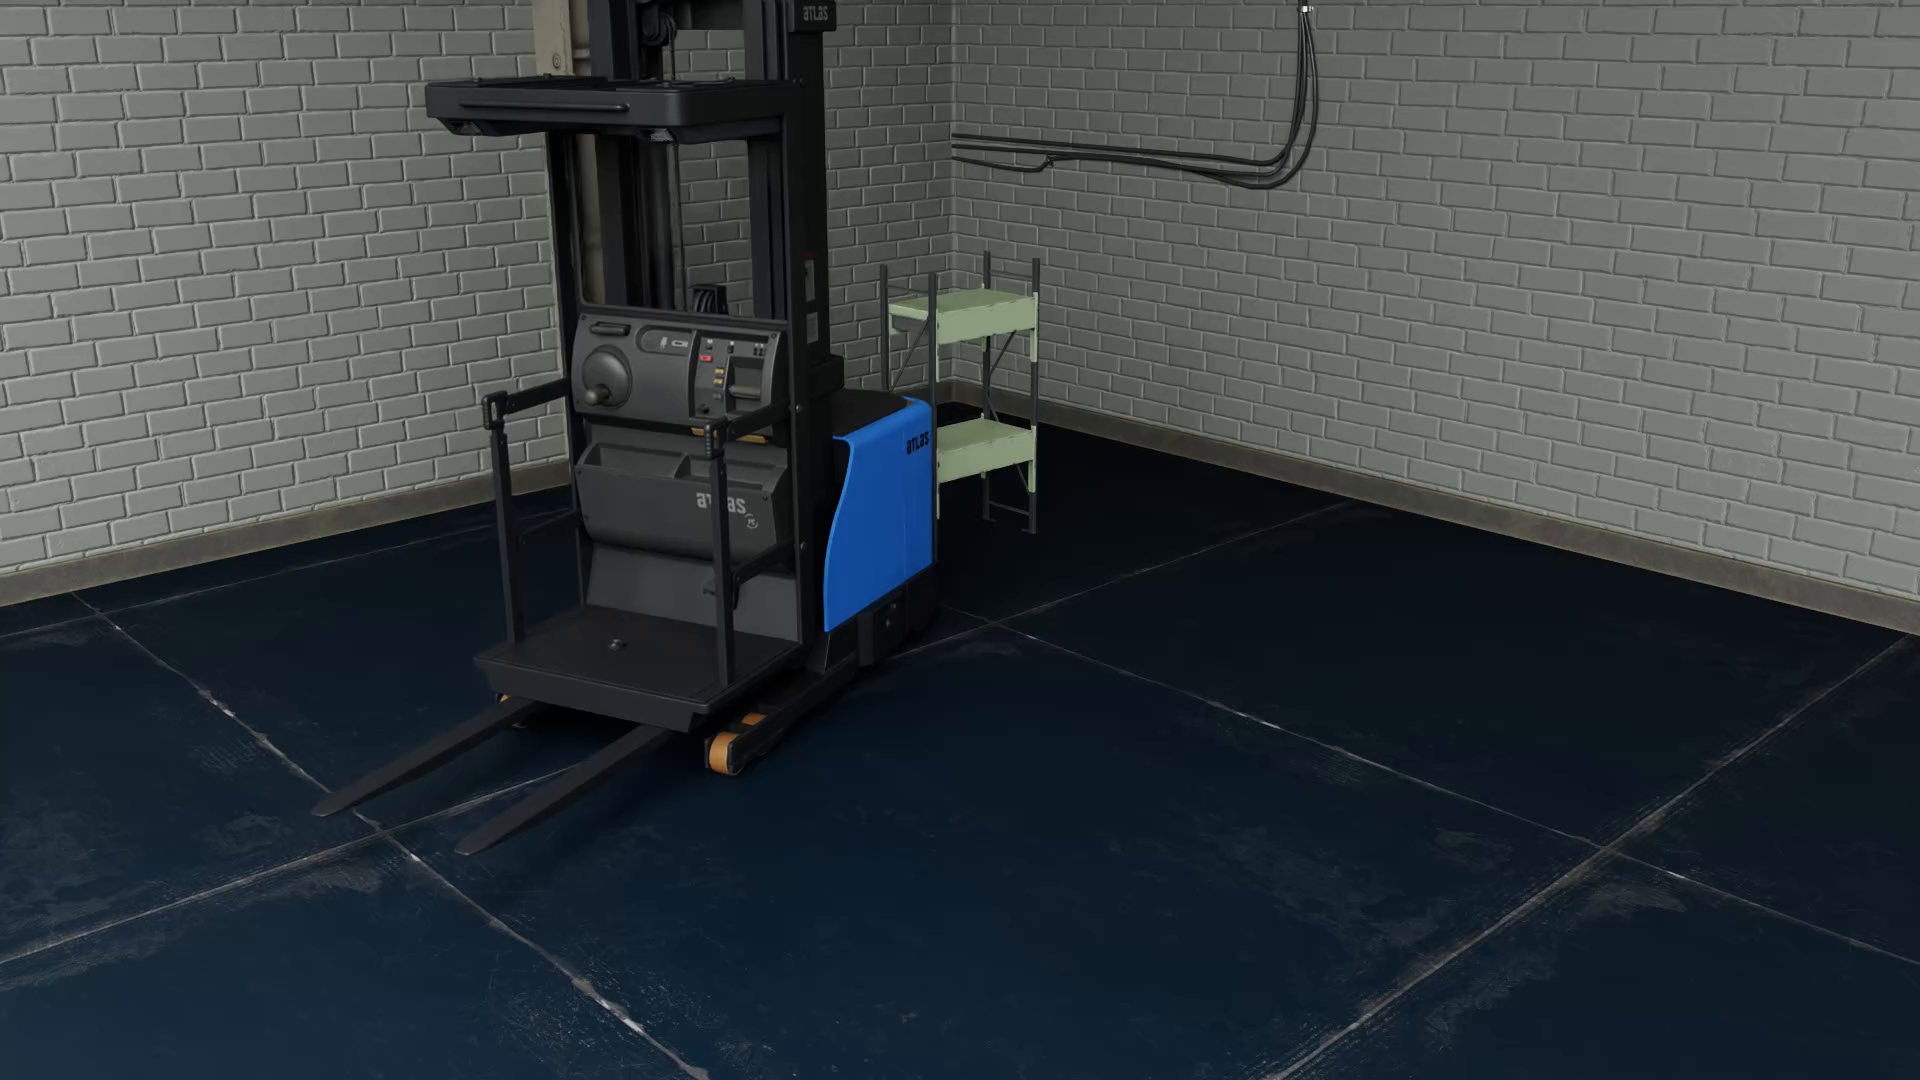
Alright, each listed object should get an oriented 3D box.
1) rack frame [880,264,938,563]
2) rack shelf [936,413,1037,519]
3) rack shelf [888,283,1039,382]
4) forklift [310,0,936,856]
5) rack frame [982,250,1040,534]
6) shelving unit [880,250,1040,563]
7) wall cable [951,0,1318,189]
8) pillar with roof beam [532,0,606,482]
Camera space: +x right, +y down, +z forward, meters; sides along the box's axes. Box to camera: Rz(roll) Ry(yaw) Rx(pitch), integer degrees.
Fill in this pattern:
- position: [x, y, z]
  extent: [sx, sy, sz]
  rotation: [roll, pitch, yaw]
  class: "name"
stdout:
- position: [-0.261, -0.637, 8.519]
  extent: [0.023, 1.500, 0.400]
  rotation: [-16, 24, -41]
  class: "rack frame"
- position: [0.005, -0.405, 8.858]
  extent: [0.720, 0.370, 0.431]
  rotation: [-16, 24, -41]
  class: "rack shelf"
- position: [0.005, -1.086, 8.637]
  extent: [0.720, 0.370, 0.431]
  rotation: [-16, 24, -41]
  class: "rack shelf"
- position: [-1.197, -0.660, 6.269]
  extent: [1.130, 2.935, 3.031]
  rotation: [8, 20, 24]
  class: "forklift"
- position: [0.271, -0.792, 8.997]
  extent: [0.023, 1.500, 0.400]
  rotation: [-16, 24, -41]
  class: "rack frame"
- position: [0.005, -0.715, 8.758]
  extent: [0.755, 1.500, 0.431]
  rotation: [-16, 24, -41]
  class: "shelving unit"
- position: [0.926, -3.486, 10.180]
  extent: [0.112, 2.526, 3.097]
  rotation: [-16, 24, -41]
  class: "wall cable"
- position: [0.835, -3.670, 5.714]
  extent: [0.400, 9.000, 9.100]
  rotation: [-16, 24, -41]
  class: "pillar with roof beam"
